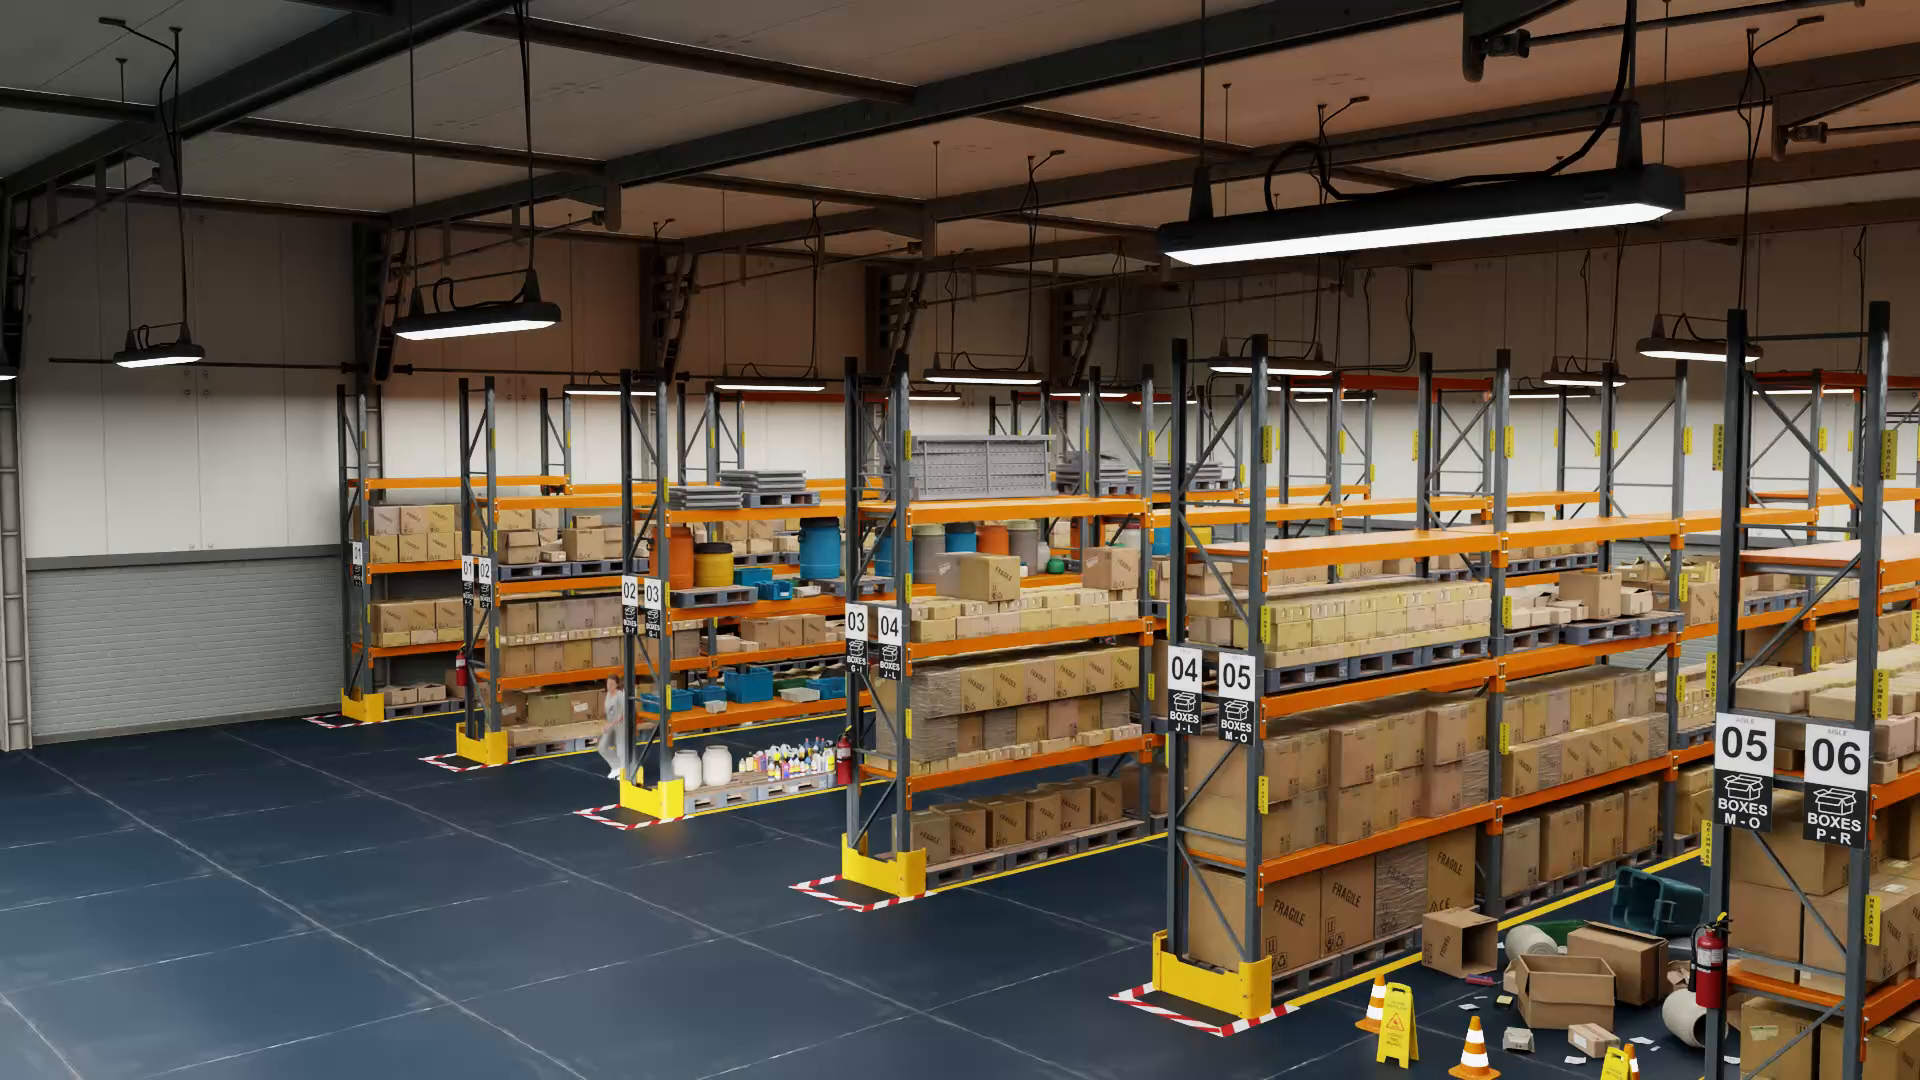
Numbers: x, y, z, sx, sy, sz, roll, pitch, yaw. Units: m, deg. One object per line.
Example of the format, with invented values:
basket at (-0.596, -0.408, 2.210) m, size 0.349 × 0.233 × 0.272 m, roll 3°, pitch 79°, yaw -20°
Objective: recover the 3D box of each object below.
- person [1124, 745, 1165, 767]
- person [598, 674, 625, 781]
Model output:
person at (2.754, 2.721, 25.571) m, size 0.949 × 1.553 × 0.665 m, roll -2°, pitch 4°, yaw -31°
person at (-5.030, 2.750, 24.285) m, size 0.554 × 1.615 × 0.750 m, roll 3°, pitch 5°, yaw 34°
